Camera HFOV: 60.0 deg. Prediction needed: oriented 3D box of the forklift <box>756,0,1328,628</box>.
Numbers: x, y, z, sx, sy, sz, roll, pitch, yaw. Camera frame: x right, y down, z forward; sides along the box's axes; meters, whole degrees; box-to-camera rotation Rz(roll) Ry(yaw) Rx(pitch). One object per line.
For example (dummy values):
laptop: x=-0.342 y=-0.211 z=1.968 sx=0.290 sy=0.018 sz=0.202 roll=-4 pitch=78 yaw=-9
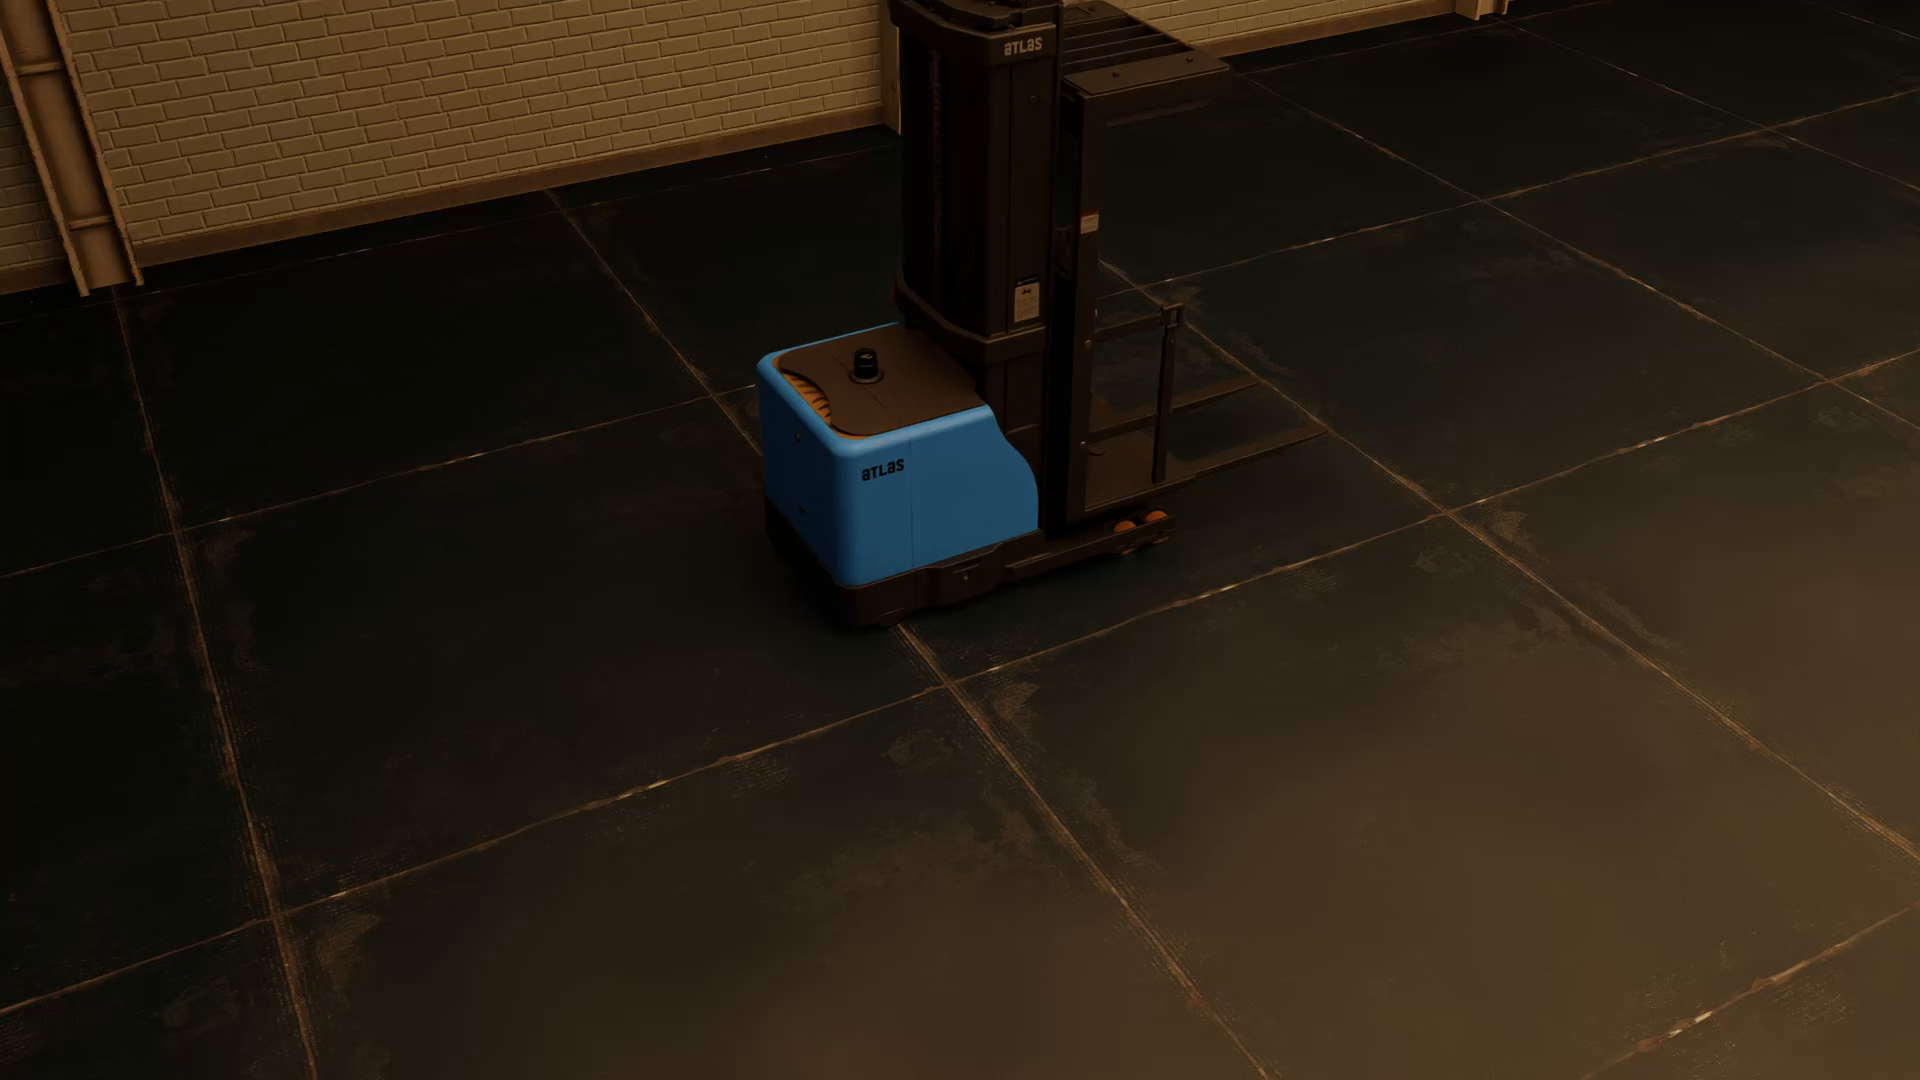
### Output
forklift: x=0.538 y=-1.377 z=8.071 sx=3.031 sy=2.935 sz=1.130 roll=-17 pitch=39 yaw=-23

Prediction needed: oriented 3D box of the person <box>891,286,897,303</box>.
person: x=-0.011 y=-1.298 z=9.138 sx=0.818 sy=1.592 sz=0.466 roll=13 pitch=37 yaw=18
